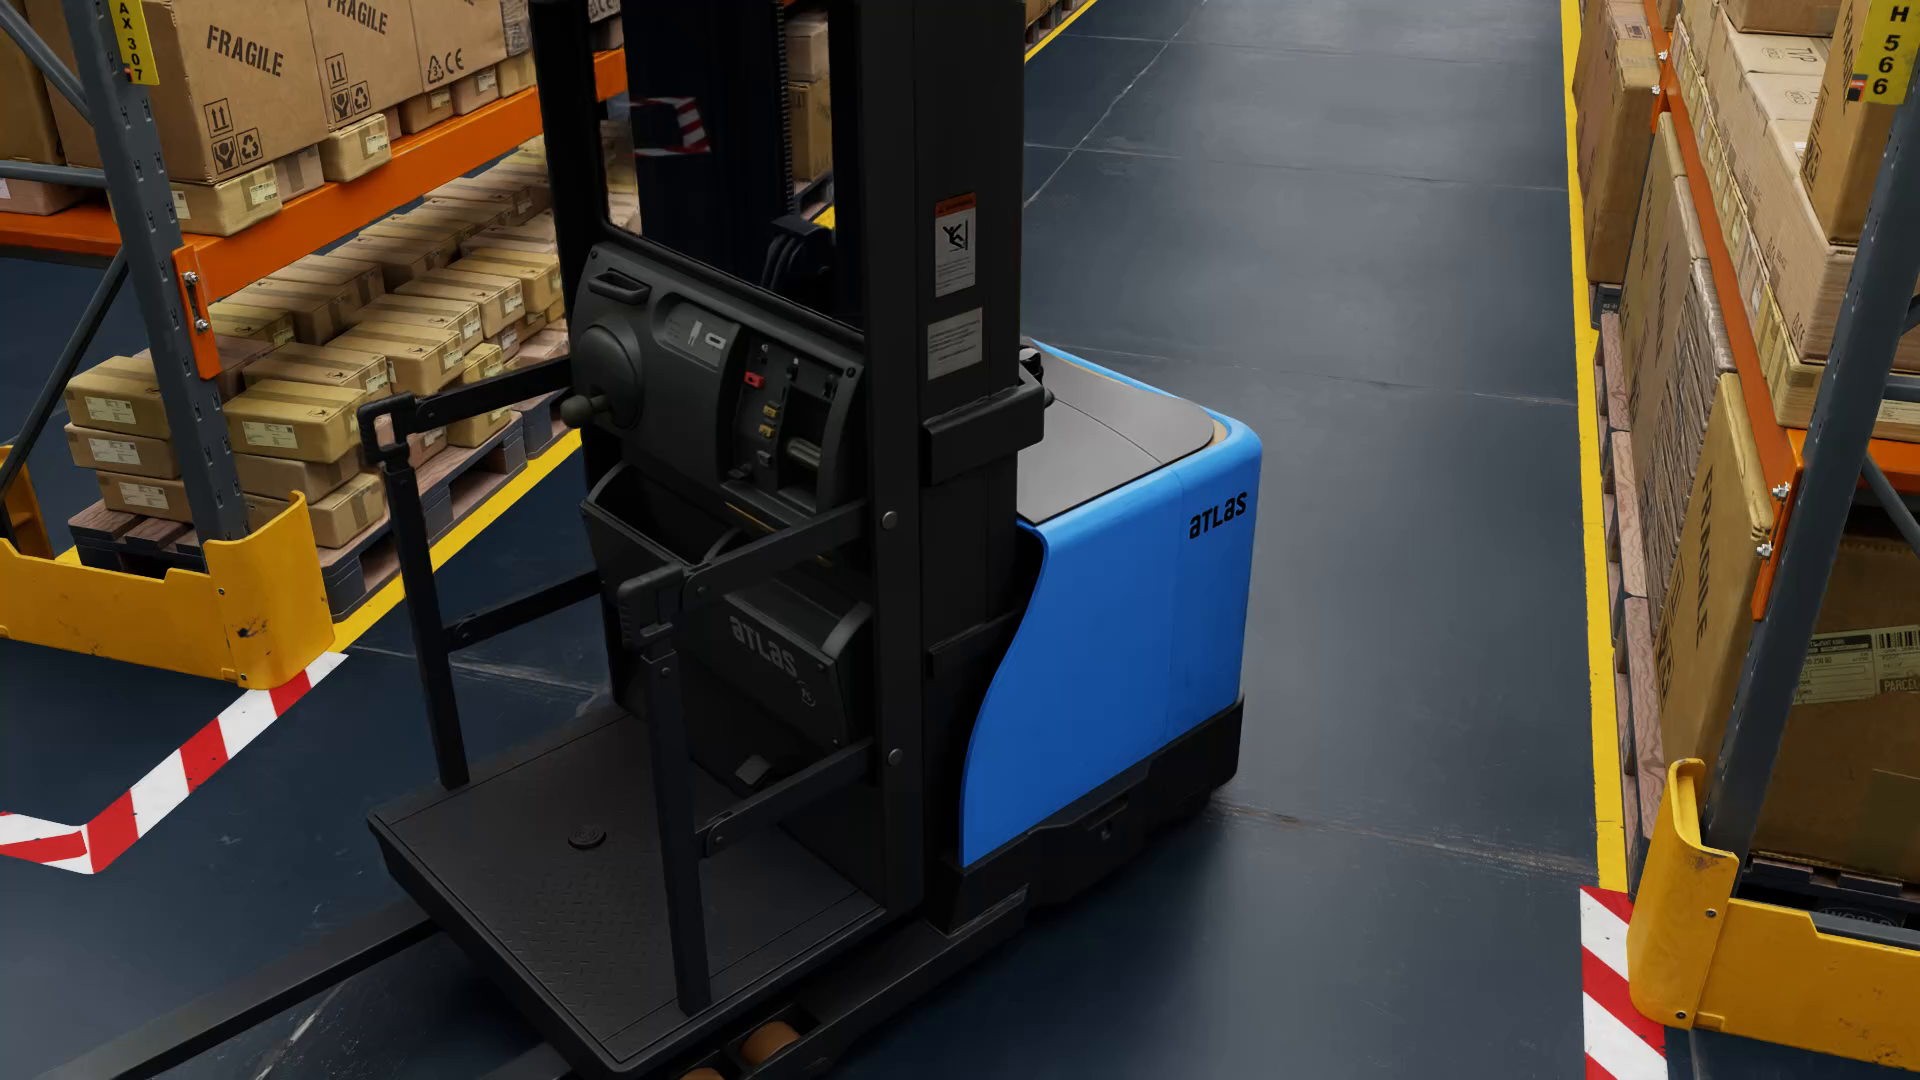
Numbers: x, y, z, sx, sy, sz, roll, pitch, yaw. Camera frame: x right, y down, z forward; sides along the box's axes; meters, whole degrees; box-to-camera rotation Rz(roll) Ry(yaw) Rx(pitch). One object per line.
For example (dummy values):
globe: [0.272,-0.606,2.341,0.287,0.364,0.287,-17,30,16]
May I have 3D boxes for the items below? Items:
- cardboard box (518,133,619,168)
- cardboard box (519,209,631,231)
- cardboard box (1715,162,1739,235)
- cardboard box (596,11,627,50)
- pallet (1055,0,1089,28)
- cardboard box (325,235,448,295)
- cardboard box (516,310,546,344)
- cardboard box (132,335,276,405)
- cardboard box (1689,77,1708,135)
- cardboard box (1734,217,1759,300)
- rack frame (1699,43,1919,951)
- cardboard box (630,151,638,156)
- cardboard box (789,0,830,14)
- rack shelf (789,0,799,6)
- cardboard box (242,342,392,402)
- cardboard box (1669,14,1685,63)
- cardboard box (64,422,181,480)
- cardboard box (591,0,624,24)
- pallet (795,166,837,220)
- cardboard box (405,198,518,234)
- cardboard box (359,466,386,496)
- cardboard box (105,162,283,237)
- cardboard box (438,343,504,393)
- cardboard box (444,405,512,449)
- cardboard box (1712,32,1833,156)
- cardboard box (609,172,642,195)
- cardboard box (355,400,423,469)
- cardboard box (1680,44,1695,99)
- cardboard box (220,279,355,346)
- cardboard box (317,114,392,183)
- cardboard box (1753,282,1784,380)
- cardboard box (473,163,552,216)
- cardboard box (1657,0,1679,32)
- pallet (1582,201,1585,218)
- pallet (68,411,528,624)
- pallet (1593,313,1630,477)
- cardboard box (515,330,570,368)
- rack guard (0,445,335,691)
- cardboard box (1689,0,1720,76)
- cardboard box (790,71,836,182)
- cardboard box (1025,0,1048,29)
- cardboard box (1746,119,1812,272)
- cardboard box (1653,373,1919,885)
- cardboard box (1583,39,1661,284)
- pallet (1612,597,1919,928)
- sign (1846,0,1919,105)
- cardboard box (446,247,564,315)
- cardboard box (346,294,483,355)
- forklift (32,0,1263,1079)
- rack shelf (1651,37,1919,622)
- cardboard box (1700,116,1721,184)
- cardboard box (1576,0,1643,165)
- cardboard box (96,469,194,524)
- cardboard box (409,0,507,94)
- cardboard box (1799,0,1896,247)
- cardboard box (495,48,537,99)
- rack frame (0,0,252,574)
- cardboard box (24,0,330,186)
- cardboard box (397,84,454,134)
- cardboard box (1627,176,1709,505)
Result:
cardboard box: [-1.826,-1.789,7.769,0.380,0.149,0.250,10,31,17]
cardboard box: [-1.558,-1.220,6.747,0.380,0.149,0.250,7,30,13]
cardboard box: [2.312,-0.926,4.588,0.380,0.149,0.250,9,30,15]
cardboard box: [-1.507,-2.068,6.640,0.380,0.149,0.250,7,30,13]
pallet: [0.448,-4.403,13.447,1.003,0.211,1.213,8,30,15]
cardboard box: [-2.222,-1.060,6.459,0.380,0.149,0.250,7,30,13]
cardboard box: [-1.837,-0.875,6.433,0.380,0.149,0.250,10,31,17]
cardboard box: [-2.522,-0.571,5.580,0.380,0.149,0.250,9,30,16]
cardboard box: [2.613,-1.401,5.442,0.380,0.149,0.250,8,30,14]
cardboard box: [2.162,-0.685,4.154,0.380,0.149,0.250,9,30,16]
rack frame: [2.148,-0.228,3.074,1.000,3.000,0.127,8,30,15]
cardboard box: [-1.282,-1.712,7.631,0.380,0.149,0.250,9,30,15]
cardboard box: [-0.766,-2.814,9.091,0.500,0.250,0.500,9,30,16]
rack shelf: [-0.803,-3.457,9.618,1.077,0.370,4.000,8,30,15]
cardboard box: [-2.119,-0.521,5.489,0.380,0.149,0.250,9,30,16]
cardboard box: [2.917,-1.887,6.315,0.380,0.149,0.250,9,30,15]
cardboard box: [-2.682,-0.336,5.464,0.380,0.149,0.250,8,30,14]
cardboard box: [-1.562,-2.278,6.351,0.500,0.500,0.500,8,30,15]
pallet: [-1.163,-1.985,9.101,1.003,0.211,1.213,8,30,15]
cardboard box: [-2.062,-1.295,6.881,0.380,0.149,0.250,7,30,13]
cardboard box: [-2.105,-0.252,5.617,0.380,0.149,0.250,8,30,15]
cardboard box: [-2.155,-0.977,4.679,0.380,0.149,0.250,8,30,14]
cardboard box: [-1.864,-0.607,5.950,0.380,0.149,0.250,9,30,16]
cardboard box: [-1.859,-0.471,6.012,0.380,0.149,0.250,9,30,15]
cardboard box: [2.484,-1.270,4.796,0.500,0.250,0.500,9,30,15]
cardboard box: [-1.499,-1.486,7.225,0.380,0.149,0.250,9,30,17]
cardboard box: [-2.030,-0.377,5.536,0.380,0.149,0.250,8,30,15]
cardboard box: [2.764,-1.643,5.876,0.380,0.149,0.250,9,30,17]
cardboard box: [-2.431,-0.821,6.029,0.380,0.149,0.250,7,30,13]
cardboard box: [-1.990,-1.218,5.113,0.380,0.149,0.250,8,30,13]
cardboard box: [2.013,-0.452,3.735,0.380,0.149,0.250,9,30,15]
cardboard box: [-1.908,-1.540,7.322,0.380,0.149,0.250,8,30,14]
cardboard box: [3.198,-2.387,6.852,0.500,0.500,0.500,9,30,15]
pallet: [3.833,-1.807,8.780,1.003,0.211,1.213,8,30,15]
pallet: [-2.269,-0.172,5.842,1.003,0.211,1.213,8,30,15]
pallet: [3.024,-0.526,6.479,1.003,0.211,1.213,8,30,15]
cardboard box: [-1.719,-0.707,6.435,0.380,0.149,0.250,7,30,12]
rack guard: [-2.541,0.074,5.102,1.175,0.500,0.348,8,30,15]
cardboard box: [2.783,-1.740,5.641,0.500,0.250,0.500,8,30,15]
cardboard box: [-0.919,-2.238,8.828,0.500,0.500,0.500,10,31,17]
cardboard box: [0.049,-4.171,12.045,1.050,0.750,0.750,8,30,14]
cardboard box: [2.186,-0.791,3.935,0.500,0.250,0.500,8,30,14]
cardboard box: [2.259,0.208,4.044,0.875,0.875,0.875,8,30,15]
cardboard box: [3.491,-1.642,7.370,1.225,0.875,0.875,9,30,15]
pallet: [2.308,0.608,4.440,1.003,0.211,1.213,8,30,15]
sign: [1.633,-0.921,2.886,0.100,0.325,0.005,8,30,15]
cardboard box: [-1.718,-0.990,6.332,0.380,0.149,0.250,9,30,16]
cardboard box: [-1.929,-0.747,5.895,0.380,0.149,0.250,7,30,12]
forklift: [-0.672,-0.296,3.267,3.031,2.935,1.130,-24,37,-36]
rack shelf: [2.735,-0.843,4.920,1.077,0.370,4.000,8,30,15]
cardboard box: [2.461,-1.163,5.013,0.380,0.149,0.250,8,30,13]
cardboard box: [4.005,-2.470,8.858,1.225,0.875,0.875,9,30,15]
cardboard box: [-2.609,-0.195,5.515,0.380,0.149,0.250,9,30,16]
cardboard box: [-1.879,-1.804,5.498,0.500,0.500,0.500,9,30,16]
cardboard box: [2.040,-0.884,3.331,0.500,0.500,0.500,9,30,15]
cardboard box: [-1.746,-1.709,5.995,0.380,0.149,0.250,10,30,17]
rack frame: [-2.564,-0.983,4.431,1.000,3.000,0.127,8,30,15]
cardboard box: [-2.168,-1.326,4.639,0.500,0.500,0.500,10,31,17]
cardboard box: [-1.942,-1.481,5.585,0.380,0.149,0.250,8,30,14]
cardboard box: [2.788,-0.628,5.548,0.875,0.875,0.875,8,30,15]
